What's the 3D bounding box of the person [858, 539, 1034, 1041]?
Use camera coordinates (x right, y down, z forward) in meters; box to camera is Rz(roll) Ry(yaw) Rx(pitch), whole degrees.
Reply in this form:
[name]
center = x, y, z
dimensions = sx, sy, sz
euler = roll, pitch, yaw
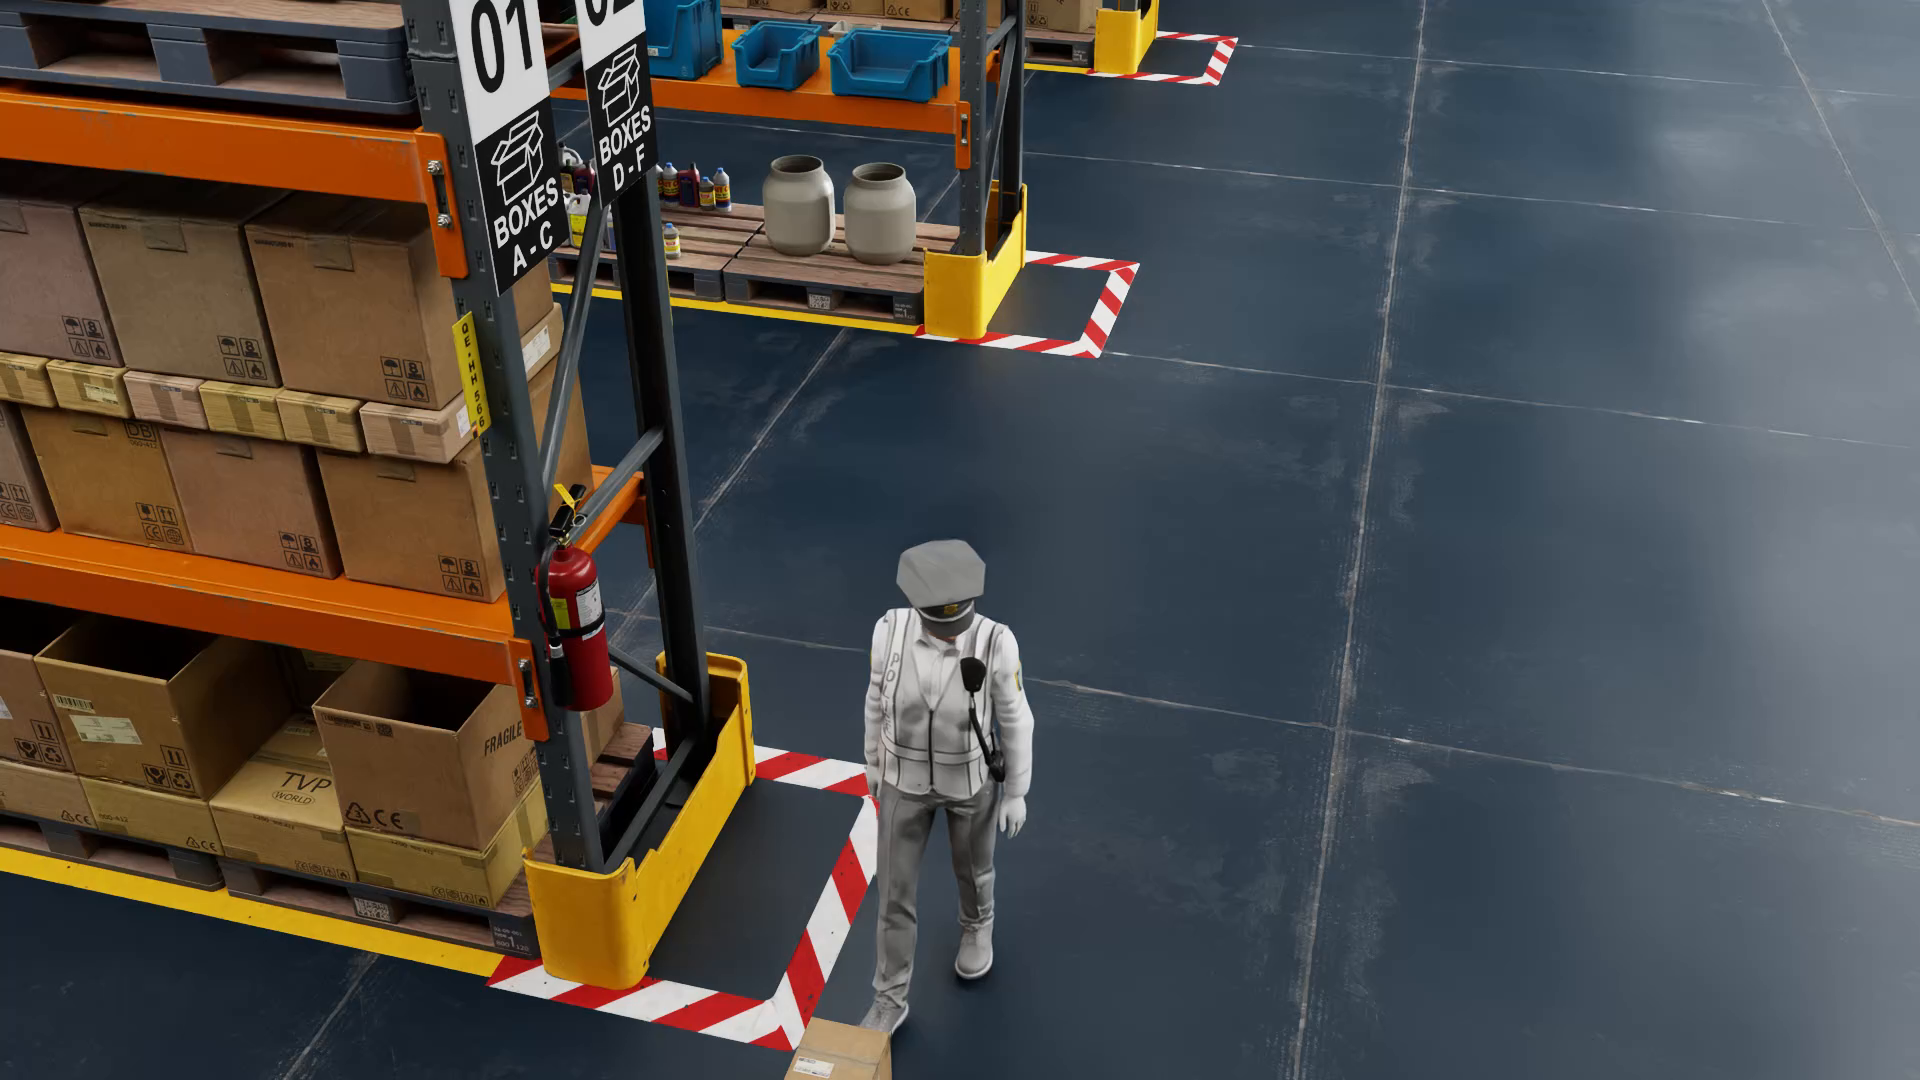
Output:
[person]
center = -0.064, 0.778, 4.911
dimensions = 0.523, 1.650, 0.694
euler = 6, 33, 9
